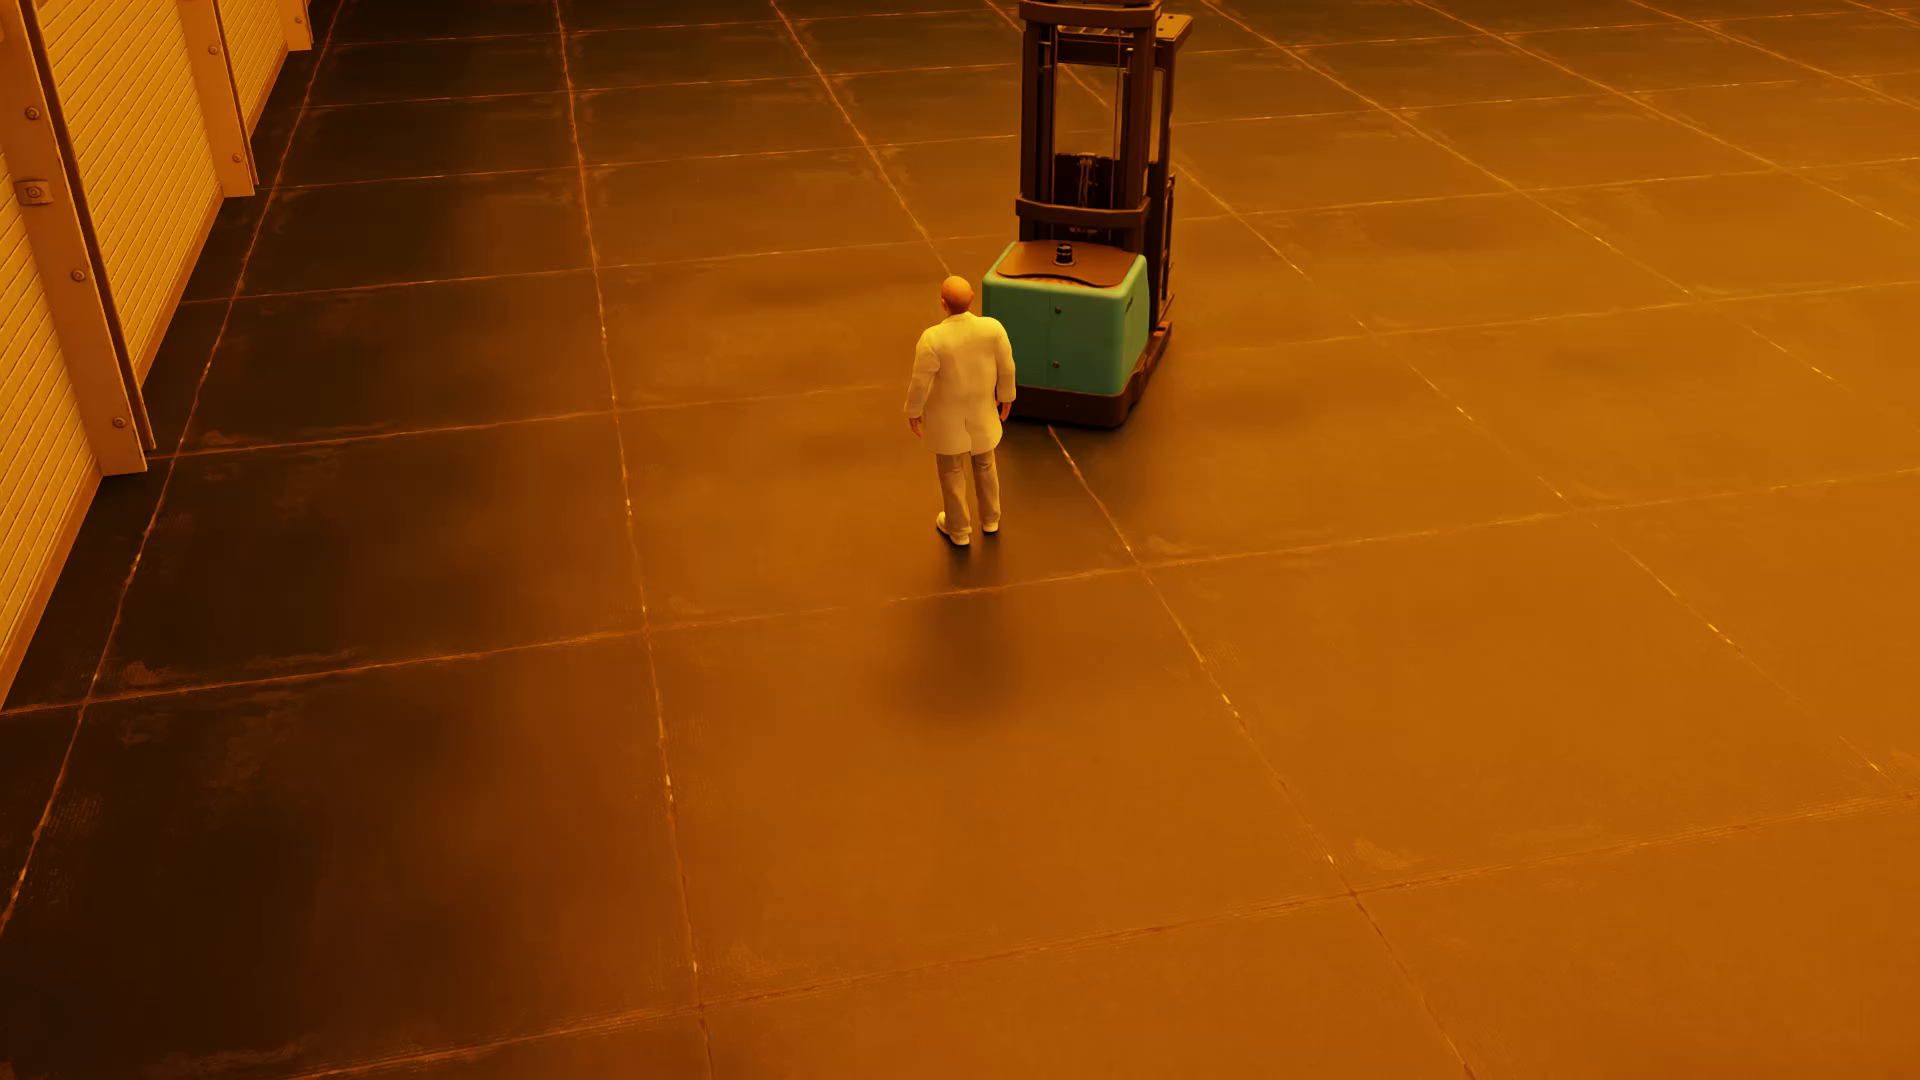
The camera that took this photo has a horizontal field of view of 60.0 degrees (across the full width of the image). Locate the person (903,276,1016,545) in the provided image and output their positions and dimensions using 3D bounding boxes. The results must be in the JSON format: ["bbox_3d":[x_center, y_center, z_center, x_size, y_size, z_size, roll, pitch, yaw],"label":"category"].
[{"bbox_3d":[-0.017,-0.820,10.128,0.696,1.775,0.581,-7,31,-12],"label":"person"}]

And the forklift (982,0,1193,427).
[{"bbox_3d":[1.052,-2.790,12.394,1.130,2.935,3.031,9,31,15],"label":"forklift"}]
